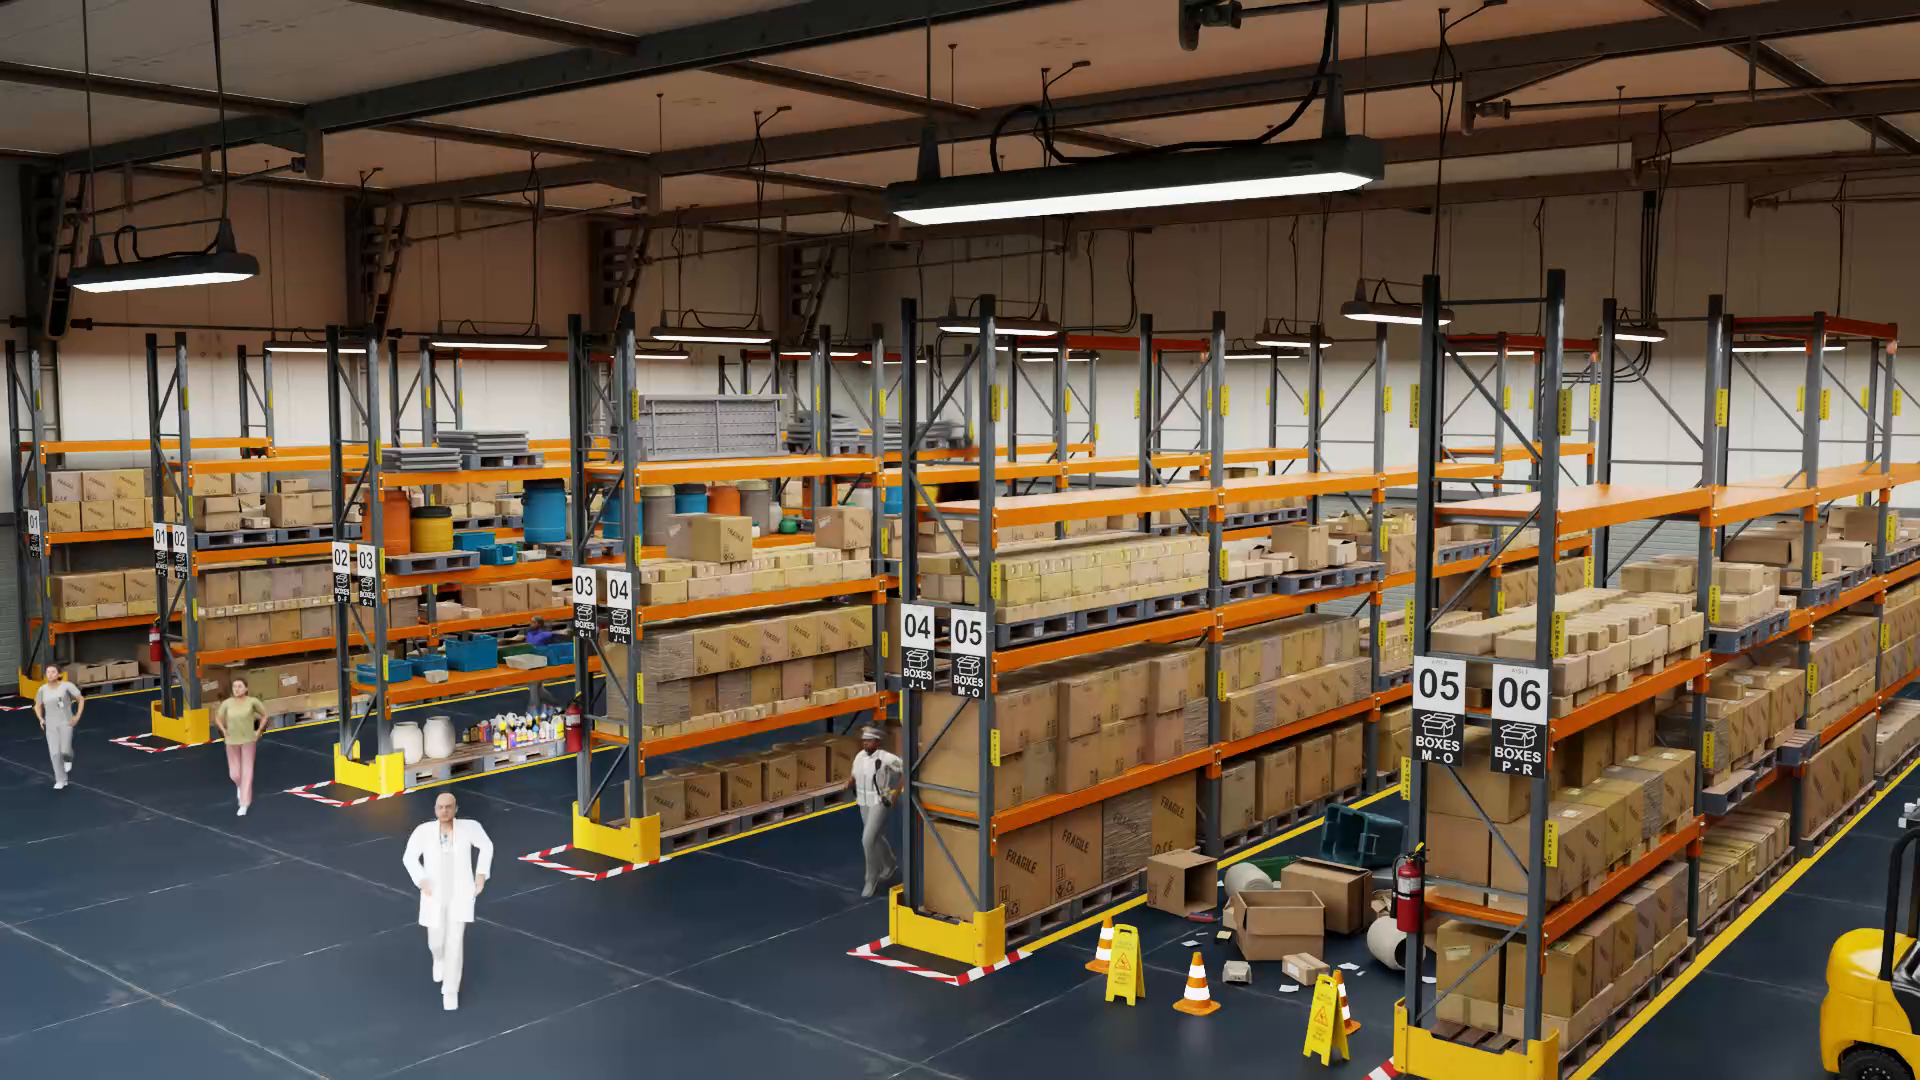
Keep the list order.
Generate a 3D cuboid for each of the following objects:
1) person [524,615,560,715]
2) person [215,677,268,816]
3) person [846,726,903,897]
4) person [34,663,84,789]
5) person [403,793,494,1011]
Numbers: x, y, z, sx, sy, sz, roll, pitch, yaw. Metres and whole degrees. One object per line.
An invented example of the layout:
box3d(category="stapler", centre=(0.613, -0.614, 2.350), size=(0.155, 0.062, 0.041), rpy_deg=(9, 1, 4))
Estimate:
box3d(category="person", centre=(-6.549, 2.001, 25.794), size=(0.570, 1.682, 0.871), rpy_deg=(4, 7, 38))
box3d(category="person", centre=(-8.845, 2.504, 20.505), size=(0.600, 1.667, 0.771), rpy_deg=(-2, 6, -22))
box3d(category="person", centre=(-0.887, 2.778, 17.233), size=(0.568, 1.755, 0.767), rpy_deg=(4, 7, 40))
box3d(category="person", centre=(-11.735, 2.405, 21.697), size=(0.577, 1.641, 0.634), rpy_deg=(-1, 5, -15))
box3d(category="person", centre=(-4.346, 3.021, 14.149), size=(0.737, 1.773, 0.776), rpy_deg=(-1, 5, -13))
